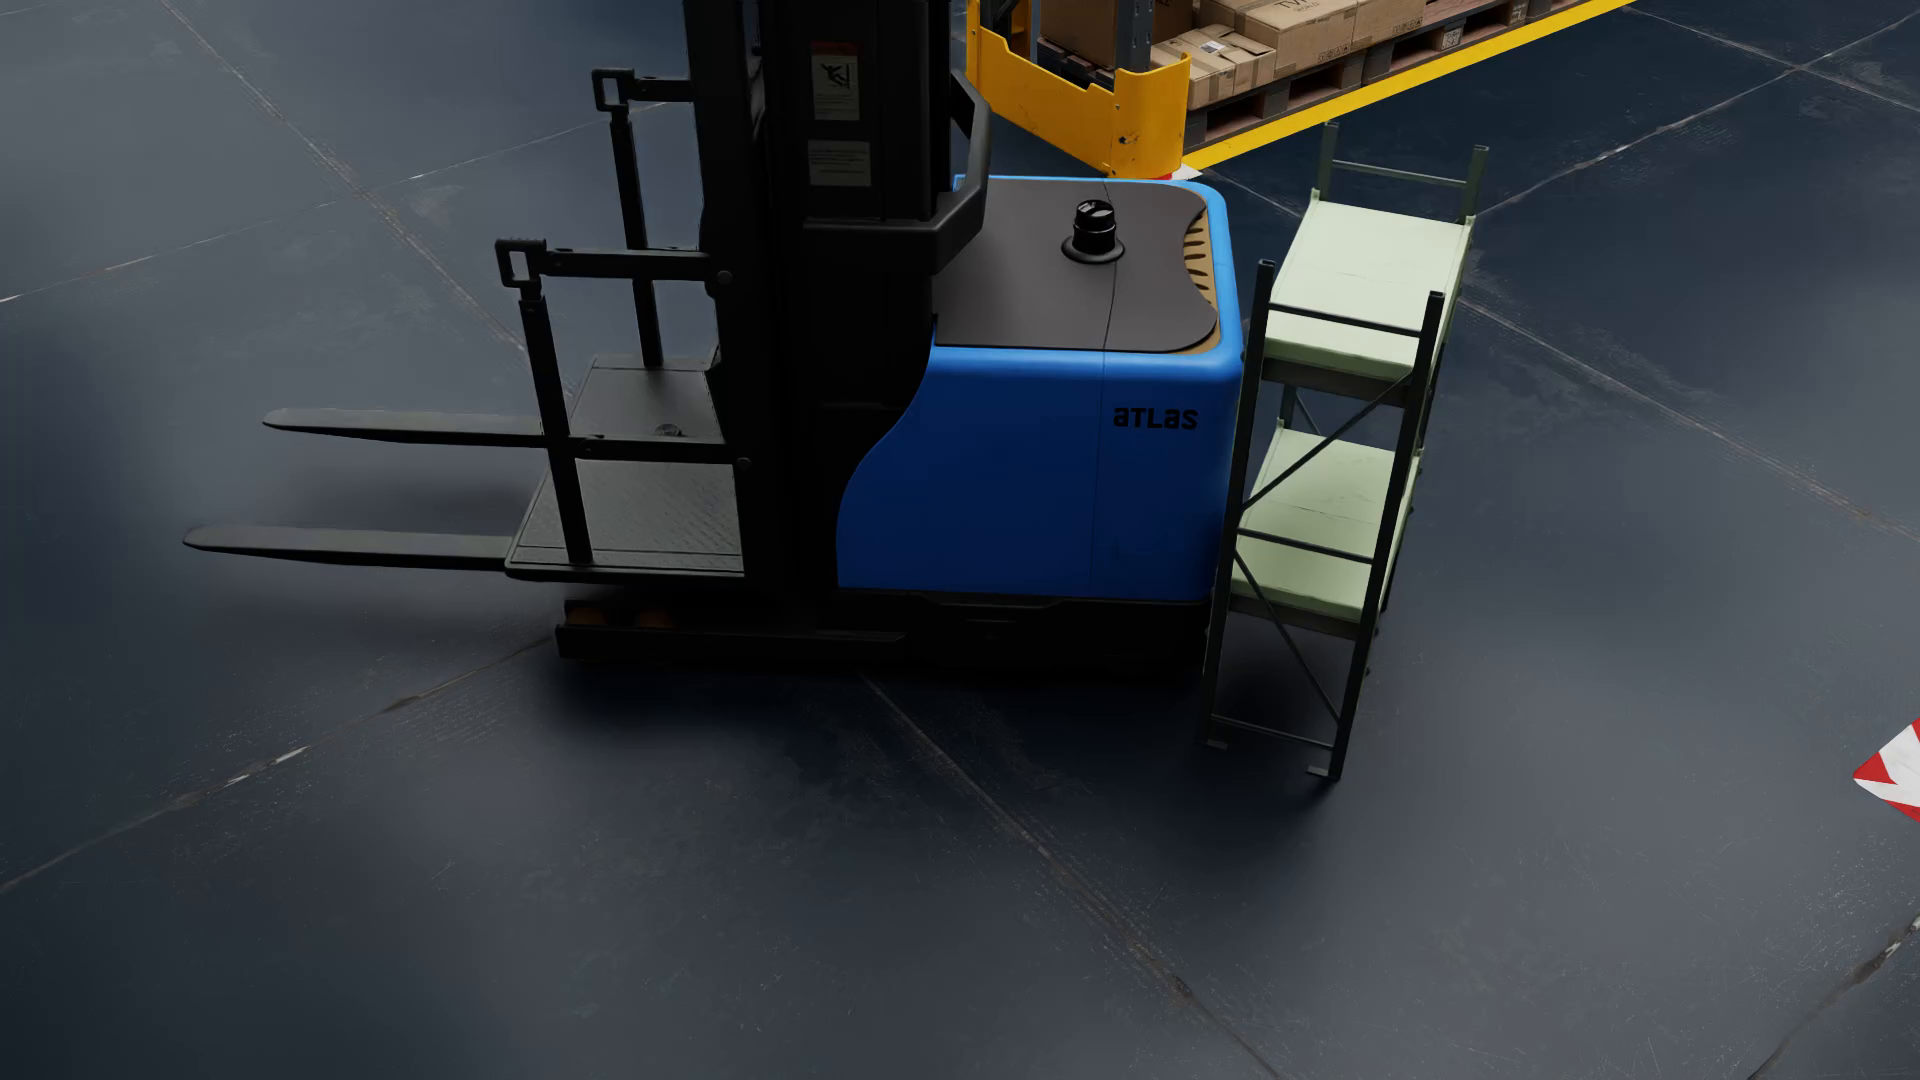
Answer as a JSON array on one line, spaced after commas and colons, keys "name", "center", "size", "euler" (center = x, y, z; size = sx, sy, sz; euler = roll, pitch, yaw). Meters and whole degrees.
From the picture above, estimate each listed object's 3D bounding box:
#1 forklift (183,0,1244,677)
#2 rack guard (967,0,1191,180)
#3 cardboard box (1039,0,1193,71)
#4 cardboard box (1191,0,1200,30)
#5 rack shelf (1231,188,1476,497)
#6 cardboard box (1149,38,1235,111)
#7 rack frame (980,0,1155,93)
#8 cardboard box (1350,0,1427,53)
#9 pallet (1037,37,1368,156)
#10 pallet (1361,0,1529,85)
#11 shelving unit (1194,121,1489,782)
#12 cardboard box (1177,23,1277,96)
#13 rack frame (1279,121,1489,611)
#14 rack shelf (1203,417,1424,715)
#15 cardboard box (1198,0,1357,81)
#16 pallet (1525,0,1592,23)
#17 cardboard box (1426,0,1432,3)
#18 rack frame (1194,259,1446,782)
[{"name": "forklift", "center": [-0.757, -1.103, 4.284], "size": [3.031, 2.935, 1.130], "euler": [2, 39, 3]}, {"name": "rack guard", "center": [0.496, -2.045, 7.348], "size": [0.348, 0.500, 1.175], "euler": [-26, 46, -28]}, {"name": "cardboard box", "center": [0.717, -2.519, 7.580], "size": [0.500, 0.500, 0.500], "euler": [-26, 46, -28]}, {"name": "cardboard box", "center": [1.093, -2.502, 7.822], "size": [0.250, 0.166, 0.380], "euler": [-26, 46, -28]}, {"name": "rack shelf", "center": [0.968, -0.501, 4.062], "size": [0.431, 0.370, 0.720], "euler": [14, 41, 16]}, {"name": "cardboard box", "center": [0.977, -2.039, 7.271], "size": [0.250, 0.149, 0.380], "euler": [-26, 46, -28]}, {"name": "rack frame", "center": [0.436, -2.982, 6.520], "size": [0.127, 3.000, 1.000], "euler": [-26, 46, -28]}, {"name": "cardboard box", "center": [1.833, -2.543, 7.806], "size": [0.500, 0.250, 0.500], "euler": [-26, 46, -28]}, {"name": "pallet", "center": [1.128, -2.241, 7.816], "size": [1.213, 0.211, 1.003], "euler": [-26, 46, -28]}, {"name": "pallet", "center": [2.094, -2.710, 8.388], "size": [1.213, 0.211, 1.003], "euler": [-26, 46, -28]}, {"name": "shelving unit", "center": [0.967, -0.200, 4.310], "size": [0.431, 1.500, 0.755], "euler": [14, 41, 16]}, {"name": "cardboard box", "center": [1.176, -2.142, 7.383], "size": [0.250, 0.166, 0.380], "euler": [-26, 46, -28]}, {"name": "rack frame", "center": [1.096, -0.417, 4.574], "size": [0.400, 1.500, 0.023], "euler": [14, 41, 16]}, {"name": "rack shelf", "center": [0.966, 0.052, 4.517], "size": [0.431, 0.370, 0.720], "euler": [14, 41, 16]}, {"name": "cardboard box", "center": [1.436, -2.349, 7.570], "size": [0.500, 0.250, 0.500], "euler": [-26, 46, -28]}, {"name": "pallet", "center": [3.062, -3.185, 8.966], "size": [1.213, 0.211, 1.003], "euler": [-26, 46, -28]}, {"name": "cardboard box", "center": [2.121, -3.004, 8.168], "size": [0.637, 0.503, 0.797], "euler": [-26, 46, -28]}, {"name": "rack frame", "center": [0.837, 0.017, 4.045], "size": [0.400, 1.500, 0.023], "euler": [14, 41, 16]}]
